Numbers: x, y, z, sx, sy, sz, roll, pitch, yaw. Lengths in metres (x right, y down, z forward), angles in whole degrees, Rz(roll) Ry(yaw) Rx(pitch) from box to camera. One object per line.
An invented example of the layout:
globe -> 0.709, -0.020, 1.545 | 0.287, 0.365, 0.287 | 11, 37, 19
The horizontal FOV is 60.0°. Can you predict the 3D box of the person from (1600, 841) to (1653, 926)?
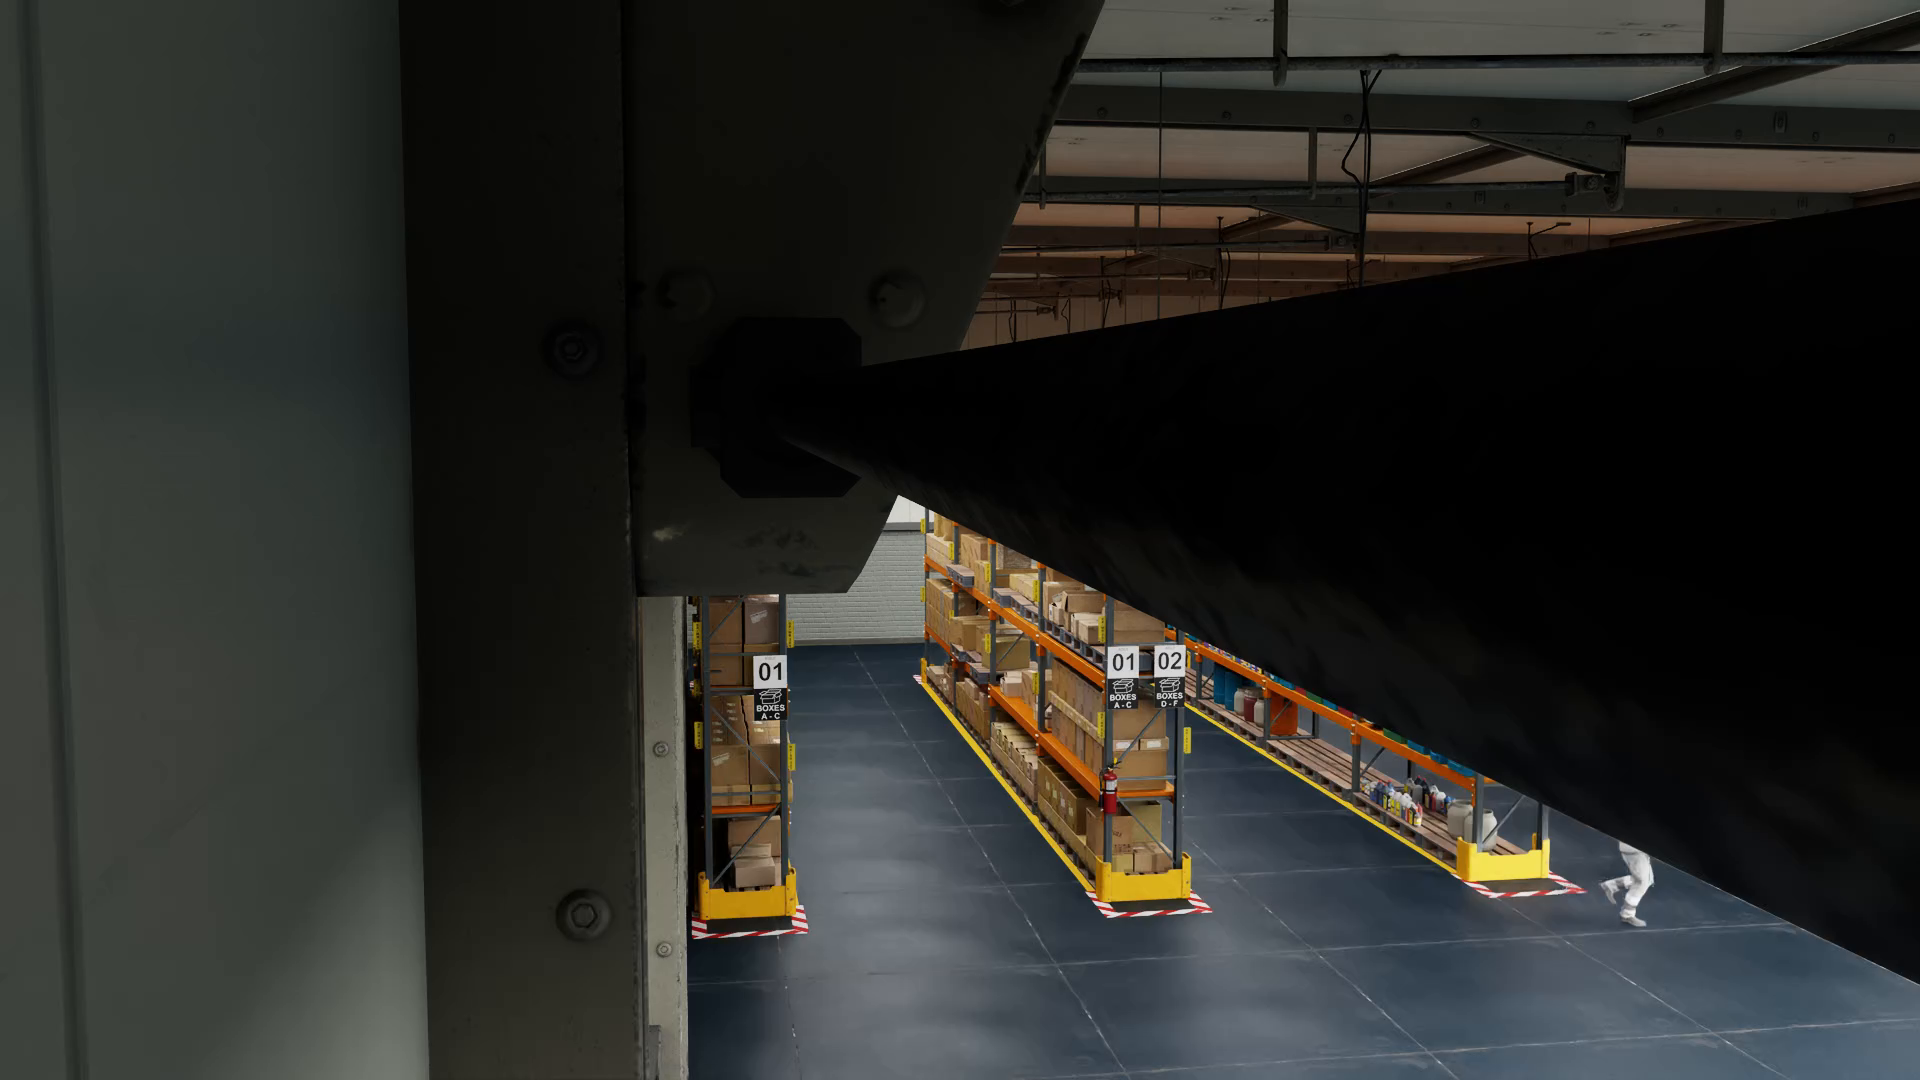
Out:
person -> 8.033, 3.717, 19.913 | 0.669, 1.751, 0.690 | 3, 6, 28
